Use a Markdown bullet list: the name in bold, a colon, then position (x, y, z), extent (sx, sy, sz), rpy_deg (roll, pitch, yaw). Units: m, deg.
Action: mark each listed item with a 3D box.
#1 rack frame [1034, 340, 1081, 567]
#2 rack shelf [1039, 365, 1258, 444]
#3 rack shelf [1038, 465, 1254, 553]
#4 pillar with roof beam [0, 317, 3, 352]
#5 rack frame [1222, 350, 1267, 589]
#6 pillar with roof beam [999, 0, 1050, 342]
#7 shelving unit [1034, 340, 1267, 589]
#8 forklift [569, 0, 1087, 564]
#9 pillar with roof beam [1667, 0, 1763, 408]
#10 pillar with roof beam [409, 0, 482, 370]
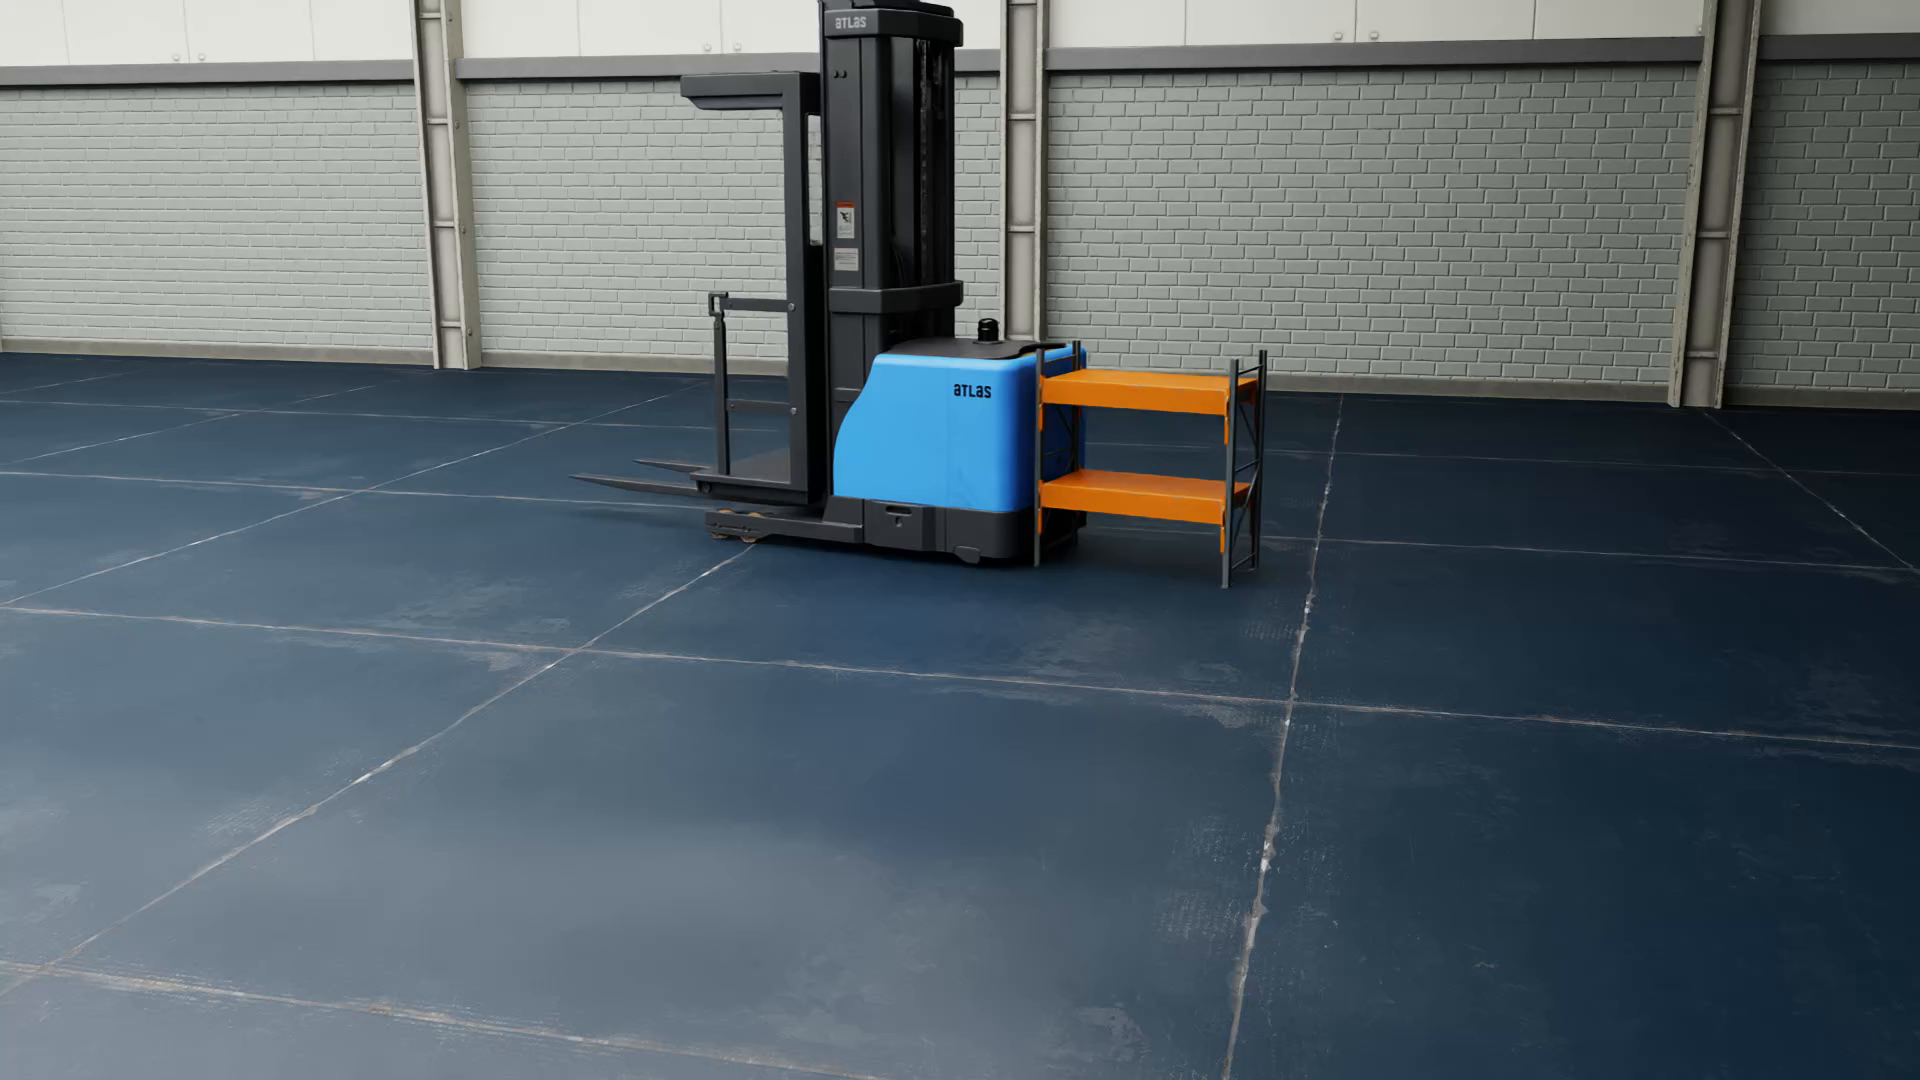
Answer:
- **rack frame**: position (0.511, -0.459, 8.705), extent (0.032, 1.125, 0.500), rpy_deg (6, 14, 27)
- **rack shelf**: position (0.962, -0.694, 8.414), extent (1.000, 0.278, 0.538), rpy_deg (6, 14, 27)
- **rack shelf**: position (0.962, -0.170, 8.530), extent (1.000, 0.278, 0.538), rpy_deg (6, 14, 27)
- **pillar with roof beam**: position (-12.087, -5.600, 13.700), extent (0.400, 9.000, 9.100), rpy_deg (3, 13, 14)
- **rack frame**: position (1.414, -0.358, 8.250), extent (0.032, 1.125, 0.500), rpy_deg (6, 14, 27)
- **pillar with roof beam**: position (-0.436, -4.978, 10.893), extent (0.400, 9.000, 9.100), rpy_deg (3, 13, 14)
- **shelving unit**: position (0.962, -0.408, 8.478), extent (1.048, 1.125, 0.538), rpy_deg (6, 14, 27)
- **forklift**: position (-0.841, -1.509, 9.269), extent (3.031, 2.935, 1.130), rpy_deg (6, 14, 27)
- **pillar with roof beam**: position (5.389, -4.666, 9.490), extent (0.400, 9.000, 9.100), rpy_deg (3, 13, 14)
- **pillar with roof beam**: position (-6.261, -5.289, 12.297), extent (0.400, 9.000, 9.100), rpy_deg (3, 13, 14)
